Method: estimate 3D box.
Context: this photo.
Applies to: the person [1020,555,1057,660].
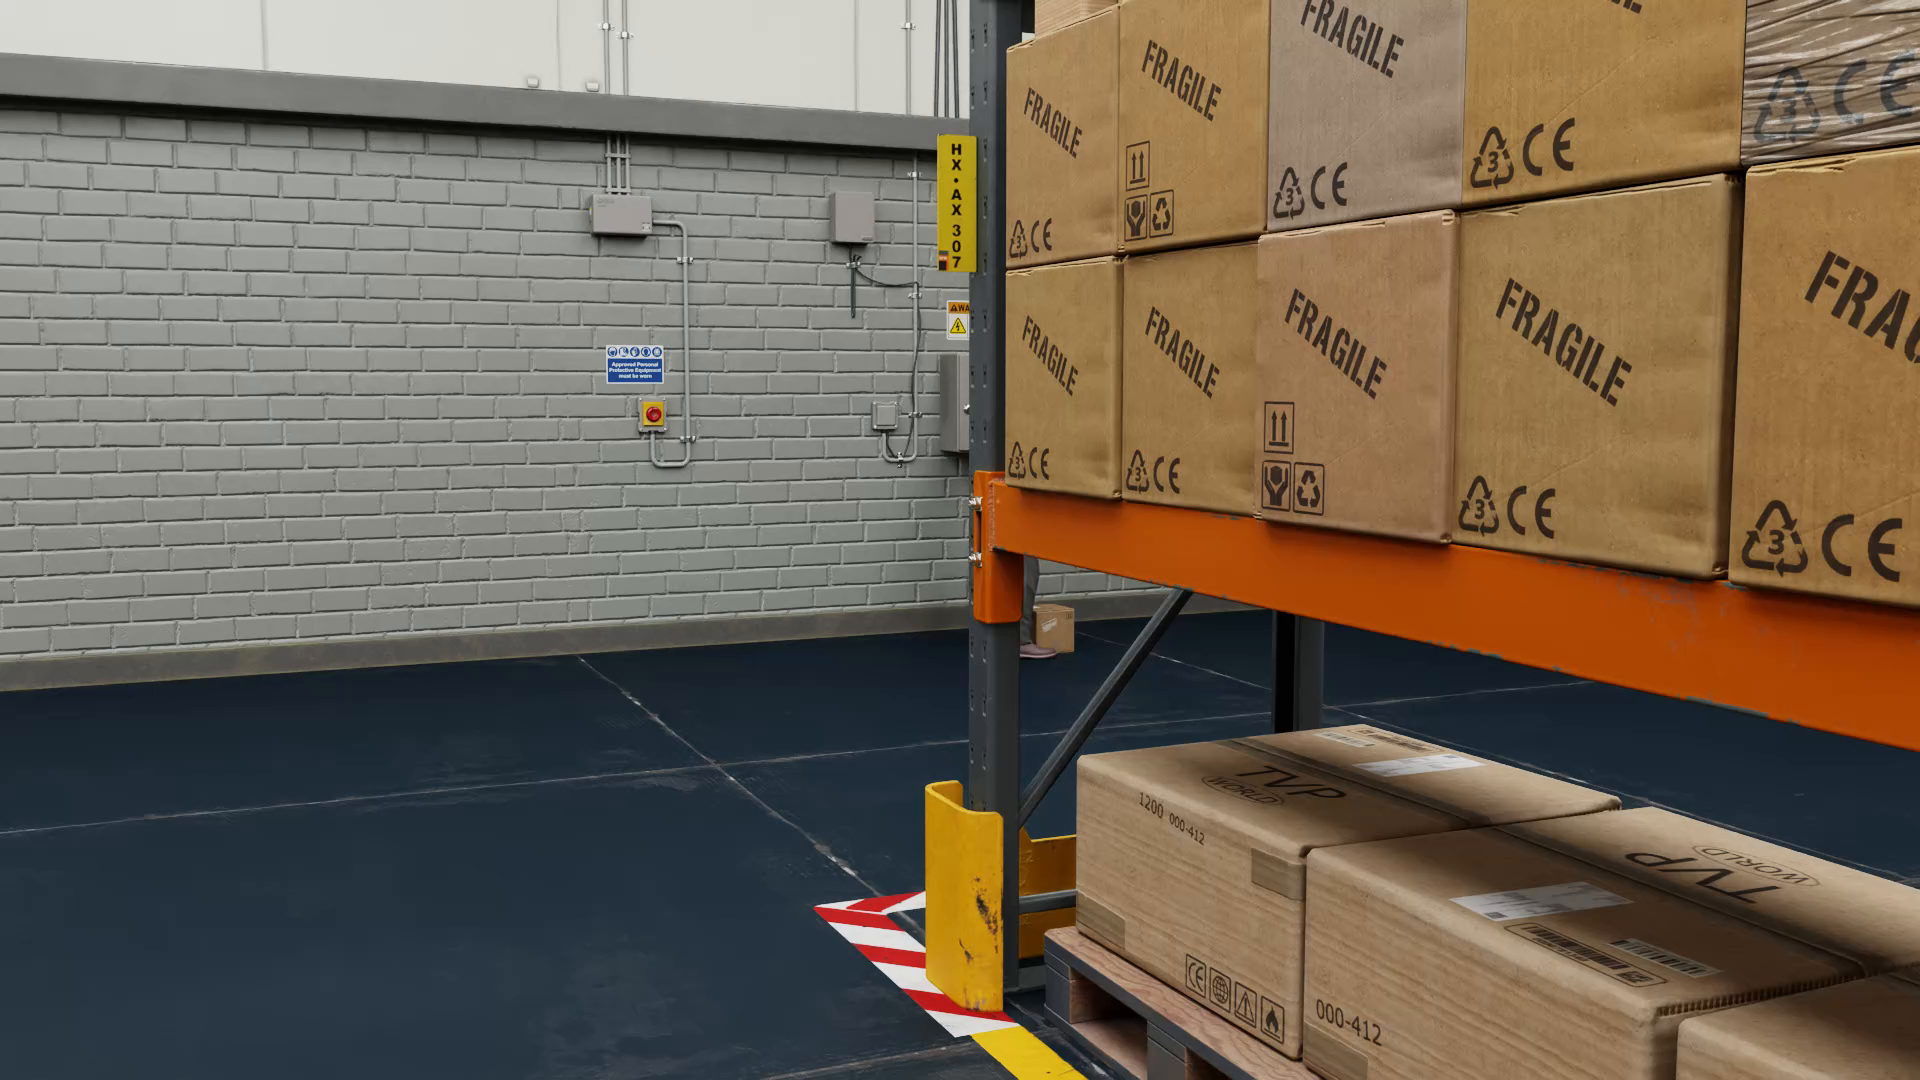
[{"bbox_3d":[0.294,-0.176,9.356,0.351,1.654,0.527,-3,6,-27],"label":"person"}]
